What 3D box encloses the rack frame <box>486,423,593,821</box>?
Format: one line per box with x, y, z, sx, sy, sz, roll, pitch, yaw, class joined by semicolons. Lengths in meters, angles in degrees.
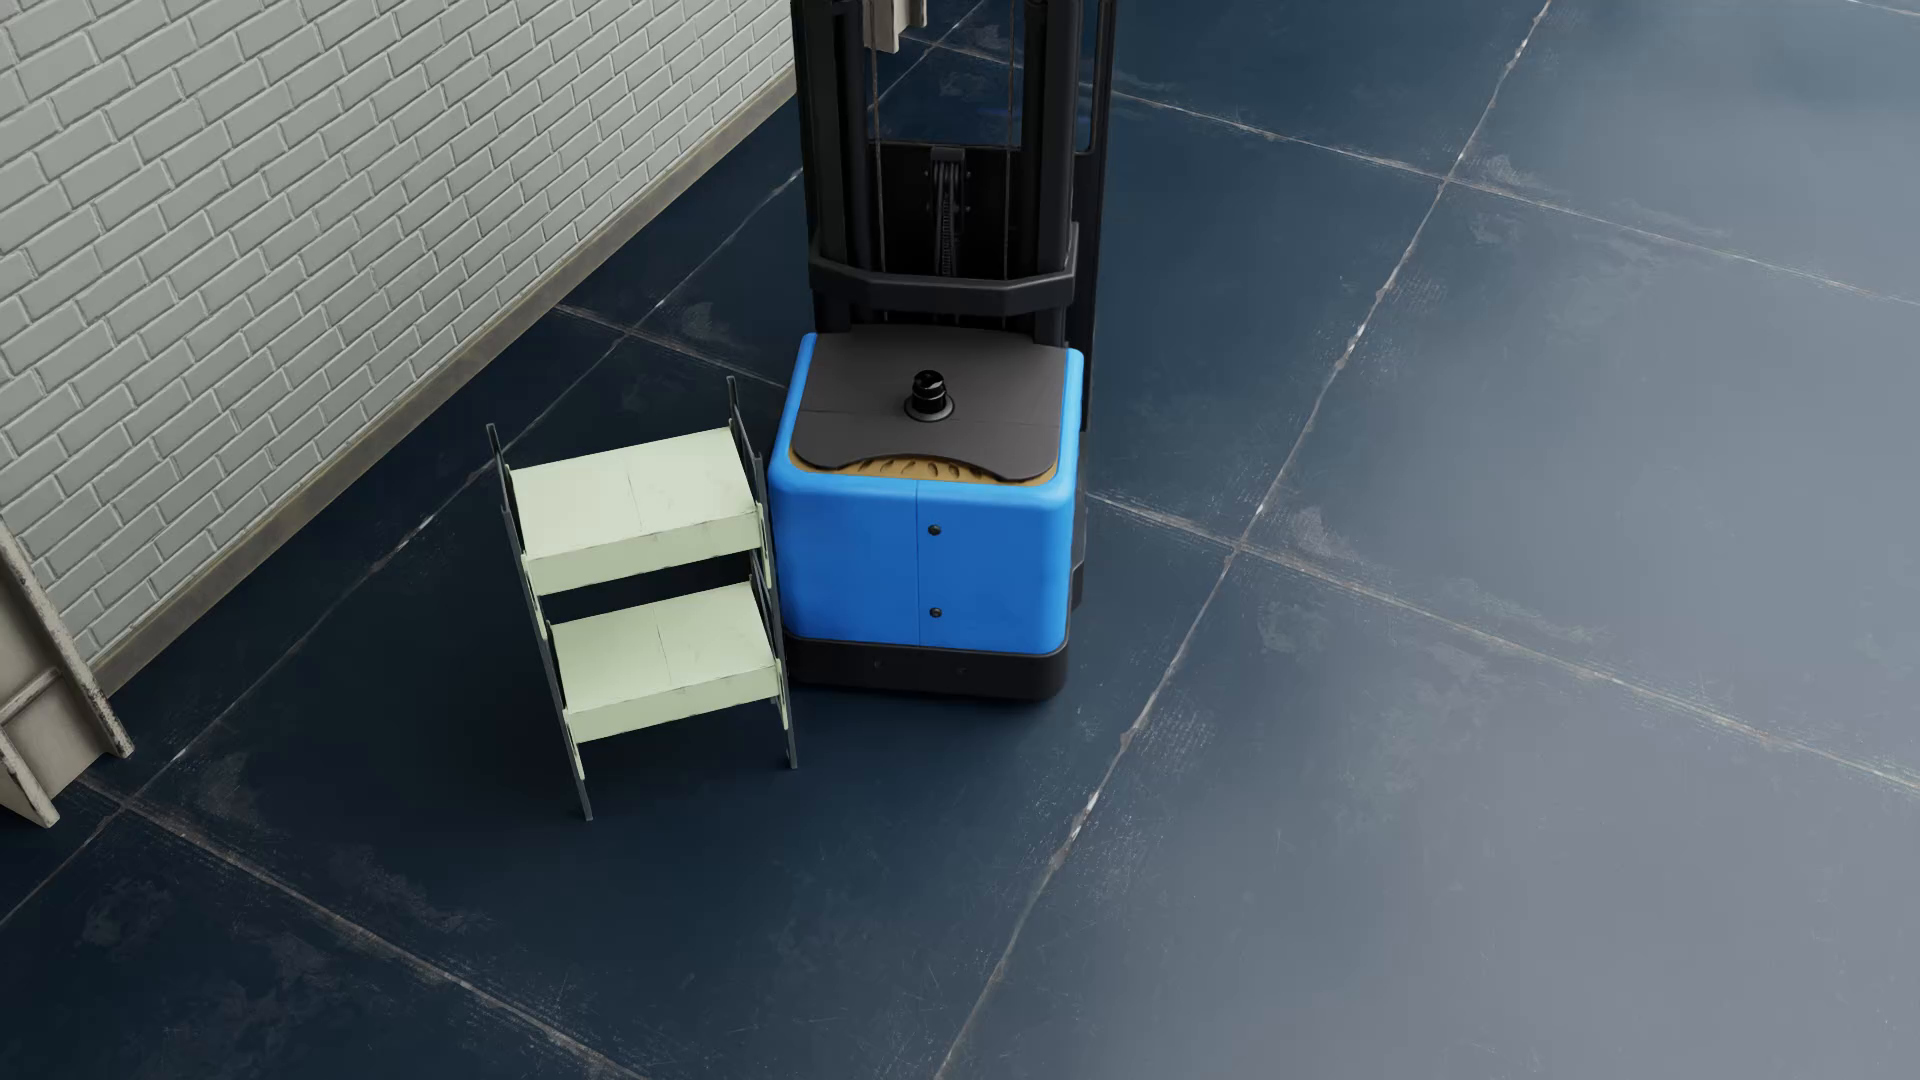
-1.349;0.314;5.385;0.023;1.500;0.400;-13;47;-12;rack frame

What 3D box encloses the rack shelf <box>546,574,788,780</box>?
-1.000;0.464;5.695;0.720;0.370;0.431;-13;47;-12;rack shelf

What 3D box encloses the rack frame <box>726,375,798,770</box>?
-0.651;0.155;5.542;0.023;1.500;0.400;-13;47;-12;rack frame

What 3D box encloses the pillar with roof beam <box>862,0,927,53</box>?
3.394;-4.696;5.064;9.100;9.000;0.400;20;49;19;pillar with roof beam

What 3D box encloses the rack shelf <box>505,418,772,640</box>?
-1.000;-0.040;5.186;0.720;0.370;0.431;-13;47;-12;rack shelf

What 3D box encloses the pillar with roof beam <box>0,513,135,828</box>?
0.609;-0.916;1.328;9.100;9.000;0.400;20;49;19;pillar with roof beam

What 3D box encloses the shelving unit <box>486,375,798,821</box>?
-1.000;0.235;5.464;0.755;1.500;0.431;-13;47;-12;shelving unit

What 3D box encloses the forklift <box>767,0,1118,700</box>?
0.003;-1.496;6.168;1.130;2.935;3.031;4;45;4;forklift
